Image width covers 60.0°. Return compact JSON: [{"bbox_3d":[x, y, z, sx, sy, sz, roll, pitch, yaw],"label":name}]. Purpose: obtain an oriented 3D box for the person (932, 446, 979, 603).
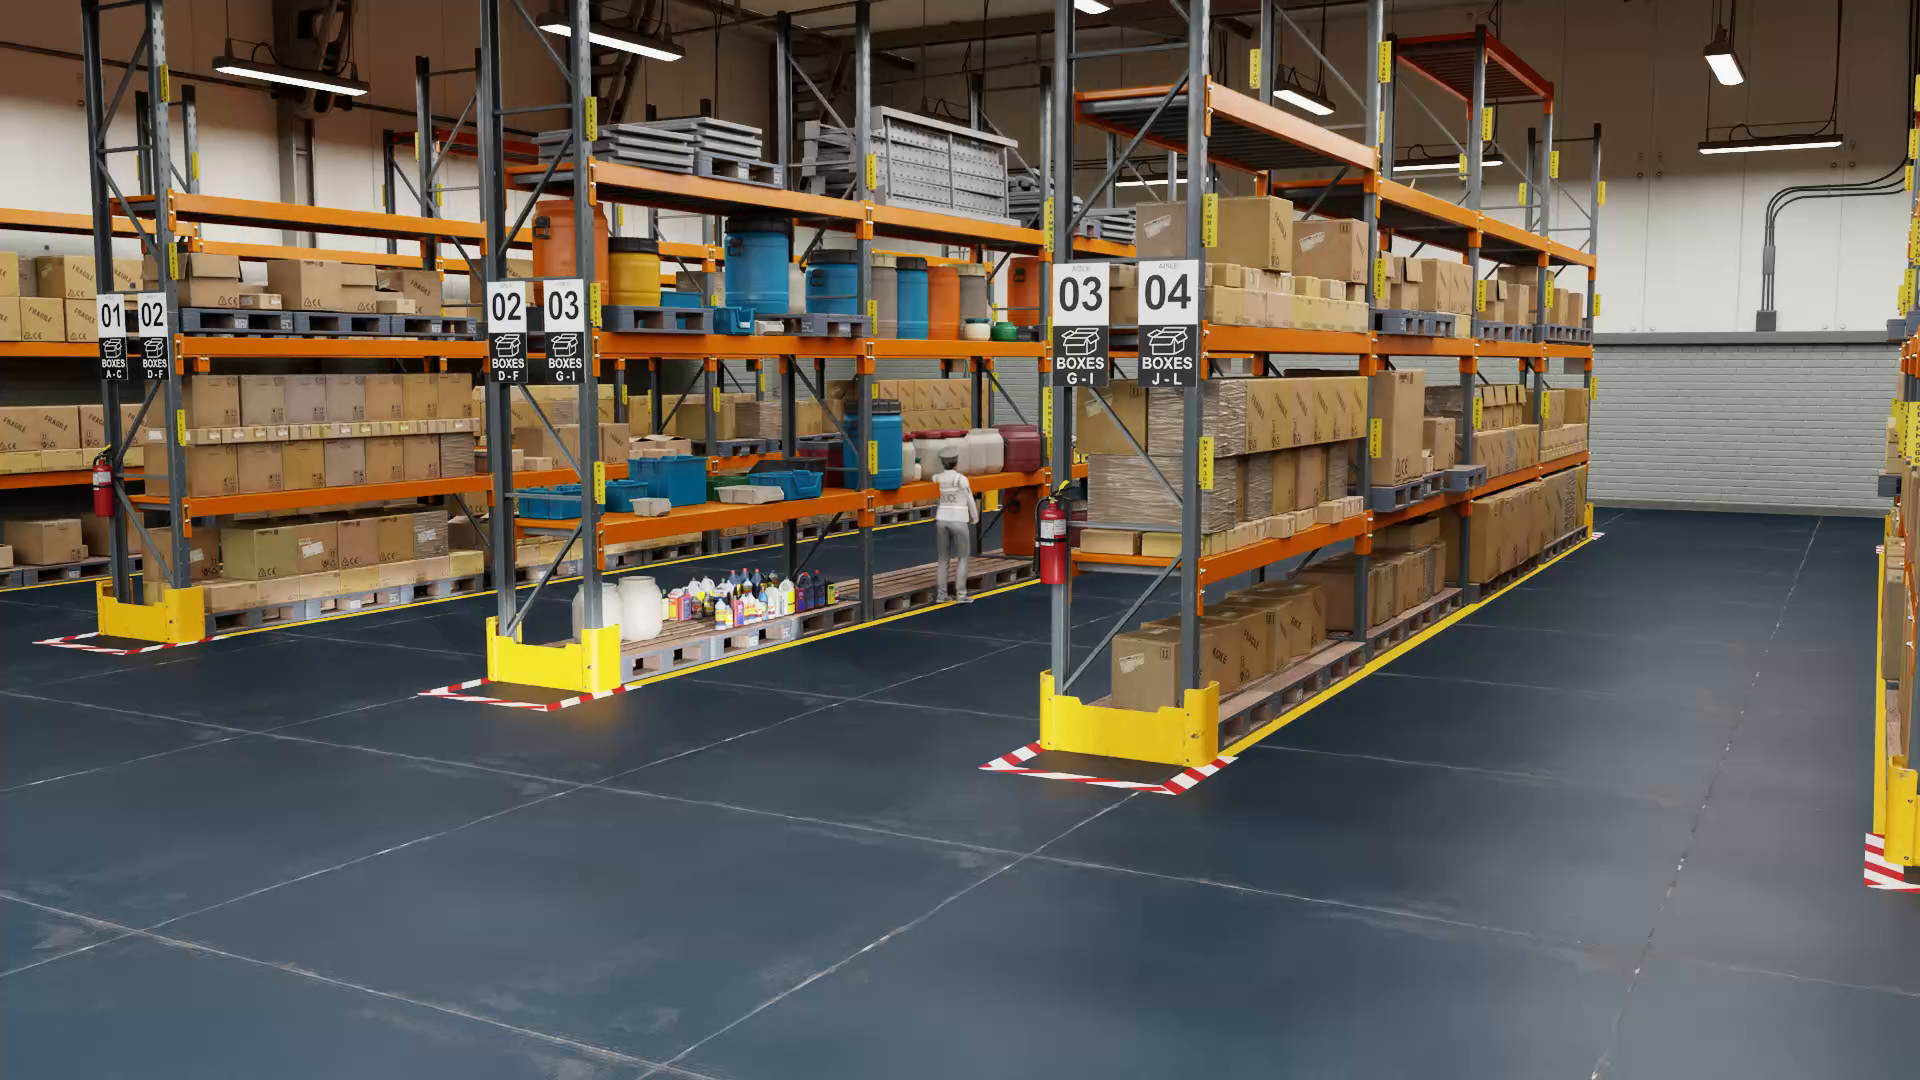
[{"bbox_3d":[-0.044,-0.163,17.810,0.446,1.691,0.518,3,7,28],"label":"person"}]
